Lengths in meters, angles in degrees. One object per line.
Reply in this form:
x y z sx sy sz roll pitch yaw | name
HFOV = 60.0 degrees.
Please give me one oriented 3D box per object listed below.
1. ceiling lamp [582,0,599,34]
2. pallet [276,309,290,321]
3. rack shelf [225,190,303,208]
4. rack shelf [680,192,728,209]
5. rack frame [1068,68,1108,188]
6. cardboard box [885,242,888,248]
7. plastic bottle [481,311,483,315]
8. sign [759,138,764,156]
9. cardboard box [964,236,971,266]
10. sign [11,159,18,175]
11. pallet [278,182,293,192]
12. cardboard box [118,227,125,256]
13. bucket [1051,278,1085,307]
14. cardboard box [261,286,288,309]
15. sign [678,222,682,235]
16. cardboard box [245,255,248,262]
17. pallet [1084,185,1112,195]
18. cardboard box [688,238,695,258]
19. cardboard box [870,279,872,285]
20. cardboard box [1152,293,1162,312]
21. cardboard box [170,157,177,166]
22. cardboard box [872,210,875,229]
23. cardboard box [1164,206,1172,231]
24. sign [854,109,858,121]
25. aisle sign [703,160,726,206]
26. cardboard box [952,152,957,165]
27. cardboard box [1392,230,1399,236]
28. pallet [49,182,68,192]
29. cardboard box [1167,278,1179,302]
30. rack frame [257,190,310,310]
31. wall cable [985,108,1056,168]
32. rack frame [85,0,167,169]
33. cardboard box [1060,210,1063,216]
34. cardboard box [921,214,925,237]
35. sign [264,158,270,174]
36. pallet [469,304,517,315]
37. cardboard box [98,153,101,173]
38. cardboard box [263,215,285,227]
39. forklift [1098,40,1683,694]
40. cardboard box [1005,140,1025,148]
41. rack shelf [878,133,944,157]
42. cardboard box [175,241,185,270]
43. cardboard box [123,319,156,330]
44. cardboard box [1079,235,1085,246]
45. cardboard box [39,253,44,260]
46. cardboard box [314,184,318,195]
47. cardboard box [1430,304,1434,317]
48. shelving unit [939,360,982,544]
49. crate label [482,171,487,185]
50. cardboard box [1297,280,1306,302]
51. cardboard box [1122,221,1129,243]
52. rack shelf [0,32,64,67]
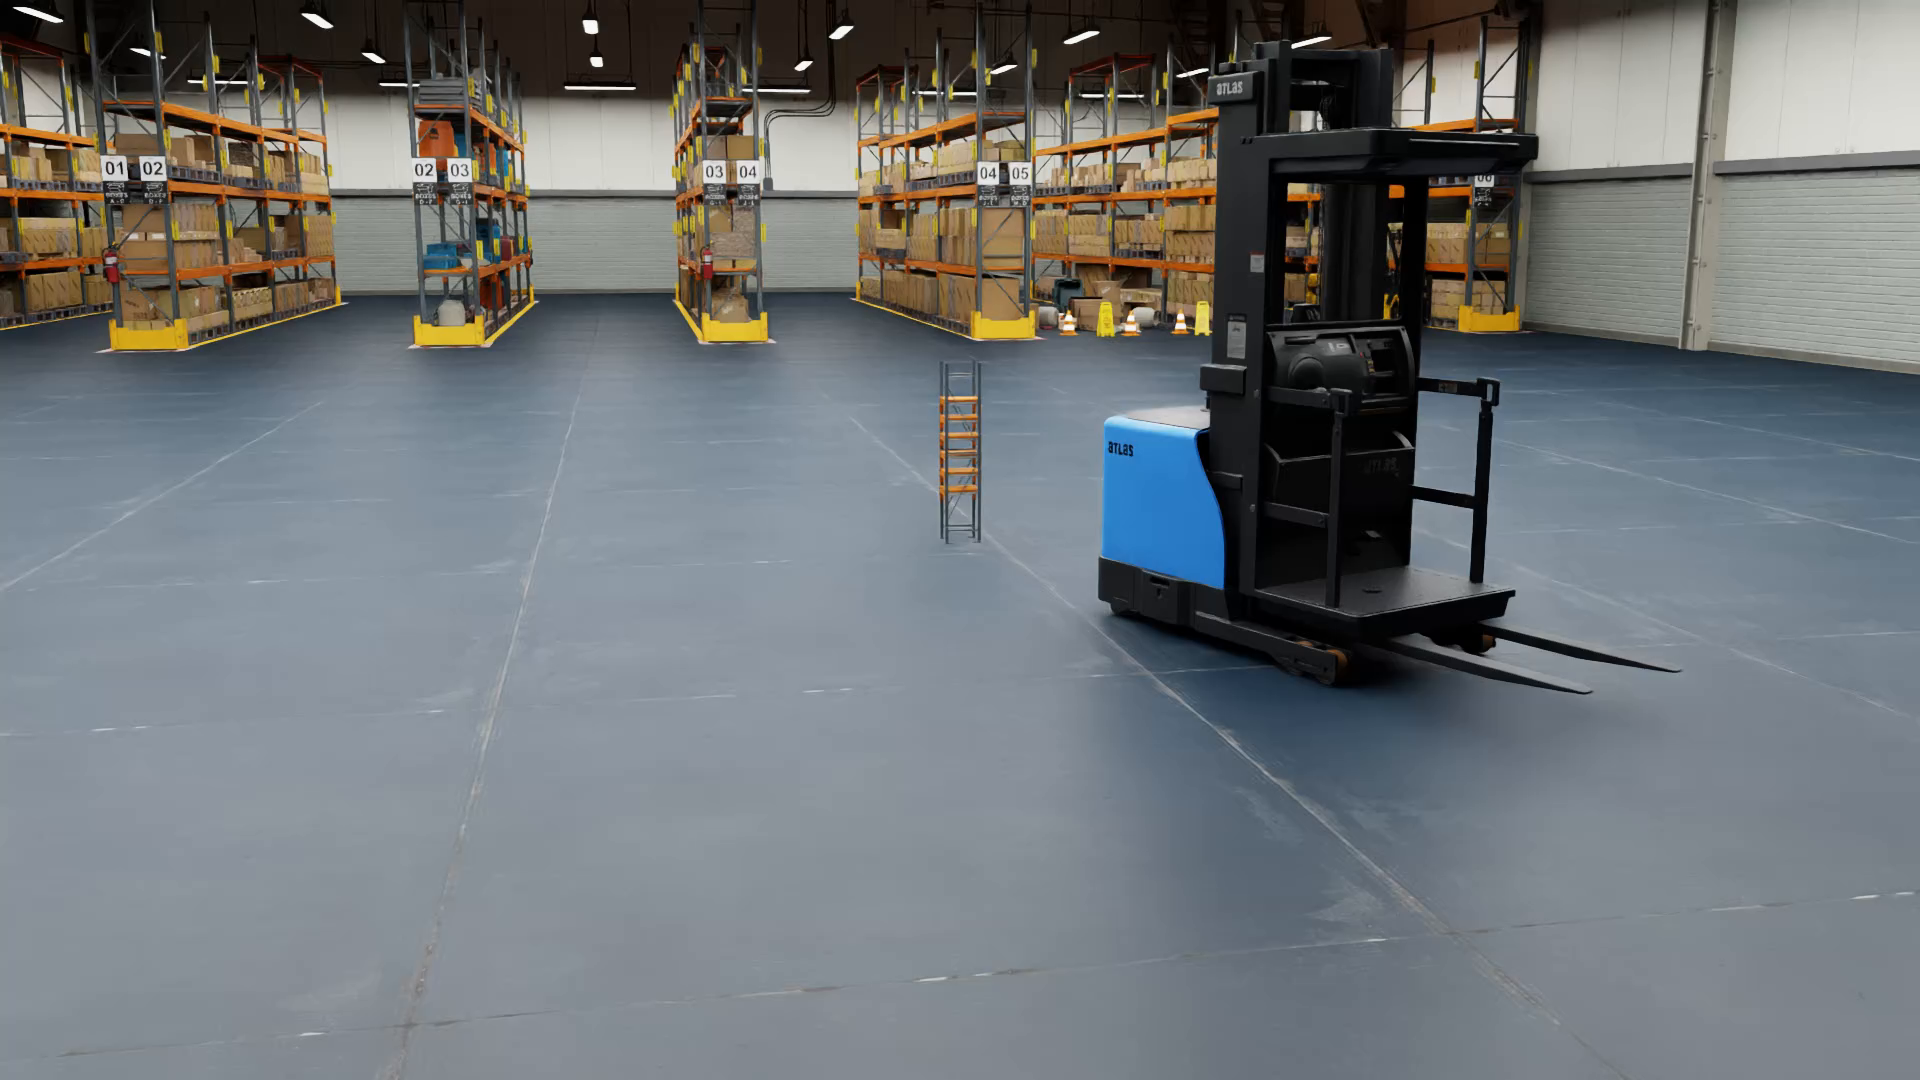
-6.950 -11.545 32.175 0.800 3.185 2.000 -2 11 -11 | ceiling lamp
-15.467 -4.976 36.776 1.003 0.211 1.213 -2 11 -11 | pallet
-15.748 -7.695 37.502 1.077 0.370 4.000 -2 11 -11 | rack shelf
-6.030 -8.054 39.391 1.077 0.370 4.000 -2 11 -11 | rack shelf
3.302 -10.608 42.864 1.000 3.000 0.127 -2 11 -11 | rack frame
-1.604 -7.171 40.398 0.380 0.149 0.250 -3 11 -14 | cardboard box
-9.077 -4.221 31.469 0.097 0.271 0.097 0 11 0 | plastic bottle
-3.553 -7.023 29.710 0.100 0.325 0.005 -2 11 -11 | sign
0.555 -5.502 31.680 0.875 0.550 0.550 -2 11 -11 | cardboard box
-19.685 -7.774 34.611 0.100 0.325 0.005 -2 11 -11 | sign
-15.874 -8.010 37.739 1.213 0.211 1.003 -2 11 -11 | pallet
-21.664 -7.548 42.029 0.980 0.700 0.700 -2 11 -8 | cardboard box
2.310 -5.193 35.147 0.726 0.611 0.620 2 1 9 | bucket
-15.274 -5.385 36.977 0.500 0.500 0.500 -3 11 -13 | cardboard box
-6.963 -7.744 41.336 0.100 0.325 0.005 -2 11 -11 | sign
-15.056 -5.852 34.594 0.380 0.149 0.250 -1 11 -7 | cardboard box
3.682 -8.629 40.995 1.003 0.211 1.213 -2 11 -8 | pallet
-5.980 -6.698 38.096 0.500 0.500 0.500 -2 11 -9 | cardboard box
-2.184 -6.853 44.090 0.380 0.149 0.250 -3 11 -13 | cardboard box
4.753 -5.205 36.428 0.950 0.372 0.625 -2 11 -10 | cardboard box
-13.859 -6.588 28.937 0.380 0.149 0.250 -2 11 -11 | cardboard box
-1.997 -8.320 43.150 0.500 0.500 0.500 -2 11 -13 | cardboard box
4.731 -6.792 35.120 0.700 0.500 0.500 -2 11 -12 | cardboard box
-2.844 -11.621 45.477 0.100 0.325 0.005 -2 11 -11 | sign
-4.367 -6.355 29.608 0.394 0.787 0.004 -2 11 -11 | aisle sign
0.140 -7.419 32.346 0.500 0.250 0.500 -2 11 -10 | cardboard box
9.582 -6.627 35.992 0.380 0.149 0.250 -2 11 -10 | cardboard box
-20.769 -7.974 37.556 0.805 0.209 1.217 -3 11 -13 | pallet
4.708 -5.300 35.244 0.500 0.500 0.500 -2 11 -8 | cardboard box
-16.137 -6.941 39.643 1.000 3.000 0.127 -2 11 -11 | rack frame
1.879 -12.402 52.287 2.355 3.000 0.029 -2 11 -11 | wall cable
-13.803 -7.687 27.518 1.000 3.000 0.127 -2 11 -11 | rack frame
2.879 -8.709 44.255 0.380 0.149 0.250 -2 11 -11 | cardboard box
-0.477 -7.000 37.009 0.700 0.500 0.500 -2 11 -12 | cardboard box
-14.813 -7.993 35.550 0.100 0.325 0.005 -2 11 -11 | sign
-10.927 -5.384 38.917 1.003 0.211 1.213 -2 11 -11 | pallet
-21.167 -9.206 40.523 0.500 0.500 0.500 -3 11 -14 | cardboard box
-16.489 -7.565 39.978 0.500 0.500 0.500 -2 11 -11 | cardboard box
1.983 -0.871 7.935 1.130 2.935 3.031 -7 13 -32 | forklift
1.047 -7.332 30.821 0.380 0.149 0.250 -2 11 -10 | cardboard box
-1.145 -9.493 39.999 1.077 0.370 4.000 -2 11 -11 | rack shelf
-13.988 -4.972 29.027 0.700 0.500 0.500 -2 11 -10 | cardboard box
-14.197 -3.683 28.758 0.500 0.250 0.500 -2 11 -11 | cardboard box
3.312 -7.554 41.926 0.500 0.250 0.500 -2 11 -10 | cardboard box
-20.332 -6.217 36.456 0.380 0.149 0.250 -2 11 -10 | cardboard box
-16.278 -8.714 41.338 0.500 0.250 0.500 -2 11 -11 | cardboard box
9.927 -4.755 34.389 0.500 0.250 0.500 -2 11 -10 | cardboard box
0.003 -0.587 11.070 0.258 1.200 0.189 -2 11 -11 | shelving unit
-8.983 -6.676 30.622 0.502 0.251 0.408 -2 11 -11 | crate label
8.655 -6.157 41.084 0.500 0.500 0.500 -2 11 -9 | cardboard box
4.049 -7.143 38.516 0.500 0.500 0.500 -2 11 -8 | cardboard box
-20.606 -10.620 35.961 1.077 0.370 4.000 -2 11 -11 | rack shelf
